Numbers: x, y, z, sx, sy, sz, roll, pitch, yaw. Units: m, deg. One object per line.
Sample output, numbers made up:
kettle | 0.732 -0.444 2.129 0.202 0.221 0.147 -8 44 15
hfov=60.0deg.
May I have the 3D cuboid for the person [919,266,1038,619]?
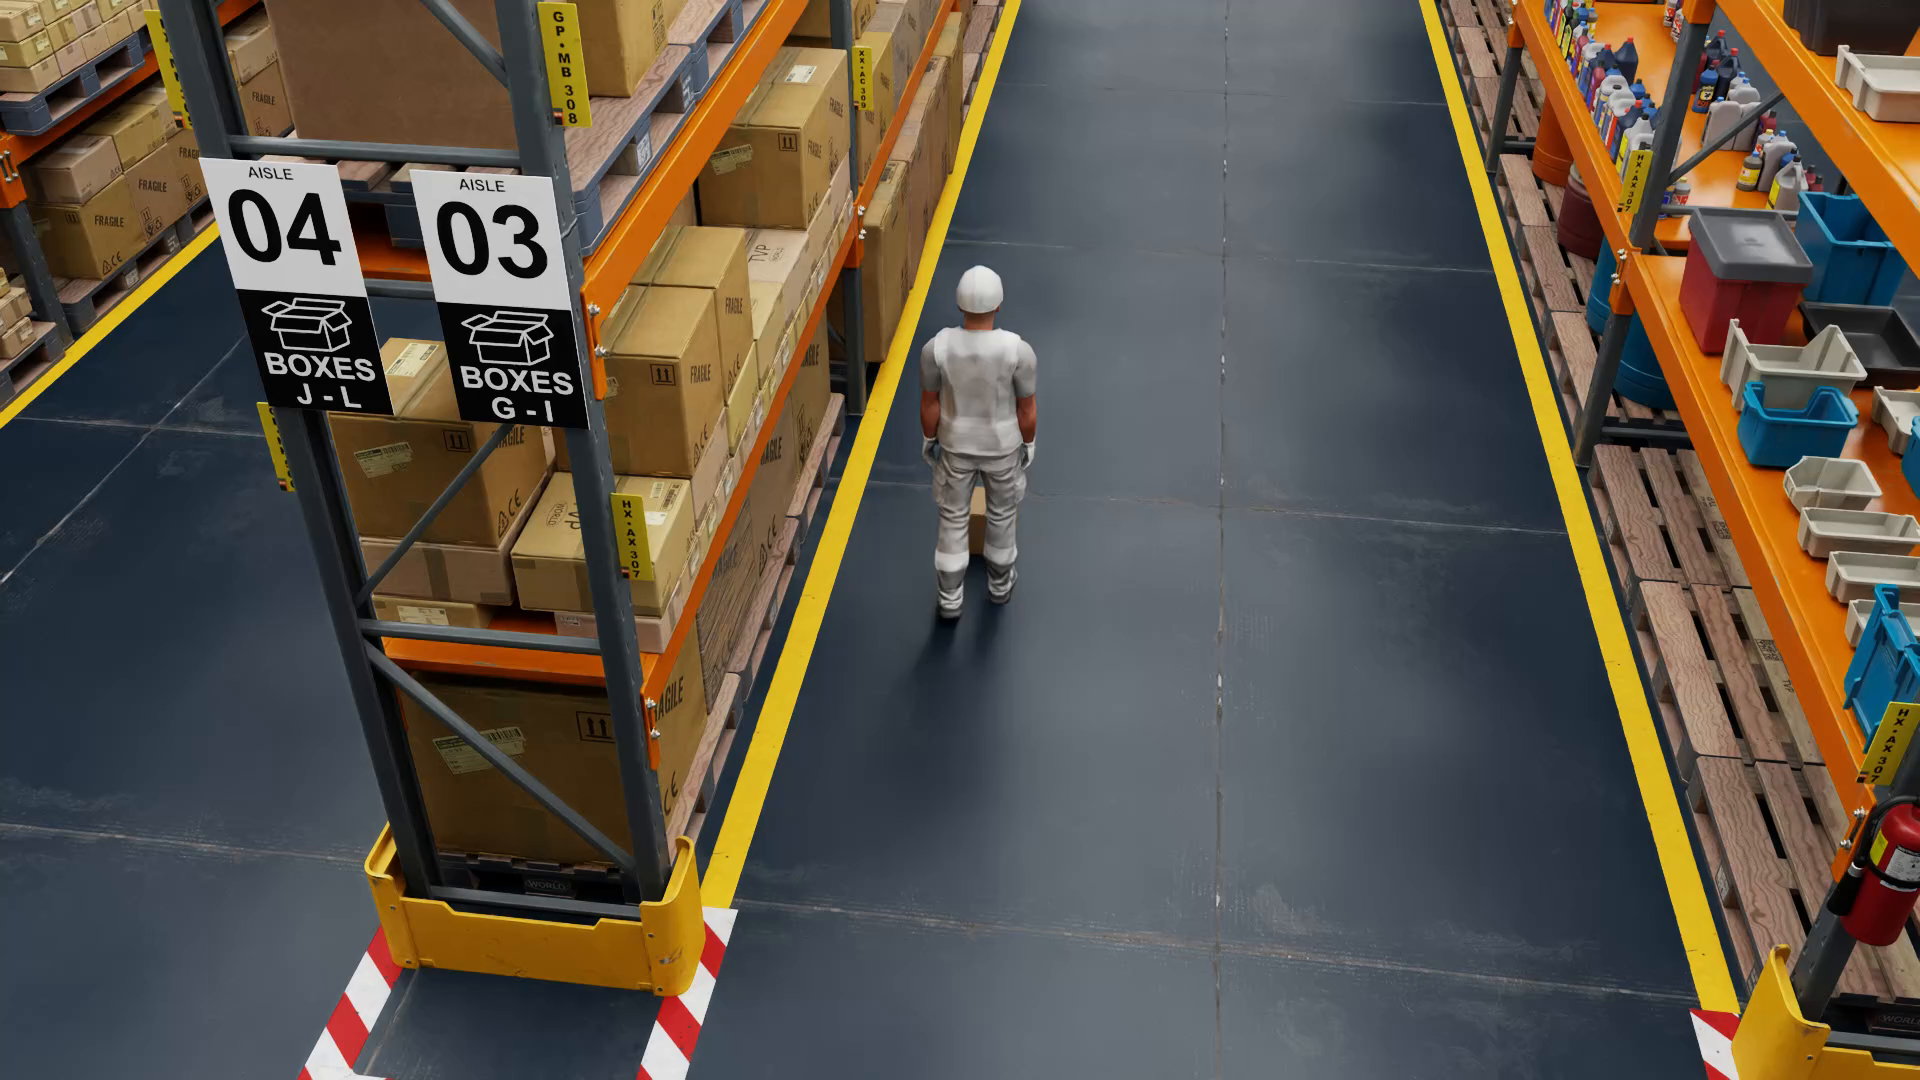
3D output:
person | 0.089 -0.438 7.647 0.526 1.821 0.486 5 36 7
